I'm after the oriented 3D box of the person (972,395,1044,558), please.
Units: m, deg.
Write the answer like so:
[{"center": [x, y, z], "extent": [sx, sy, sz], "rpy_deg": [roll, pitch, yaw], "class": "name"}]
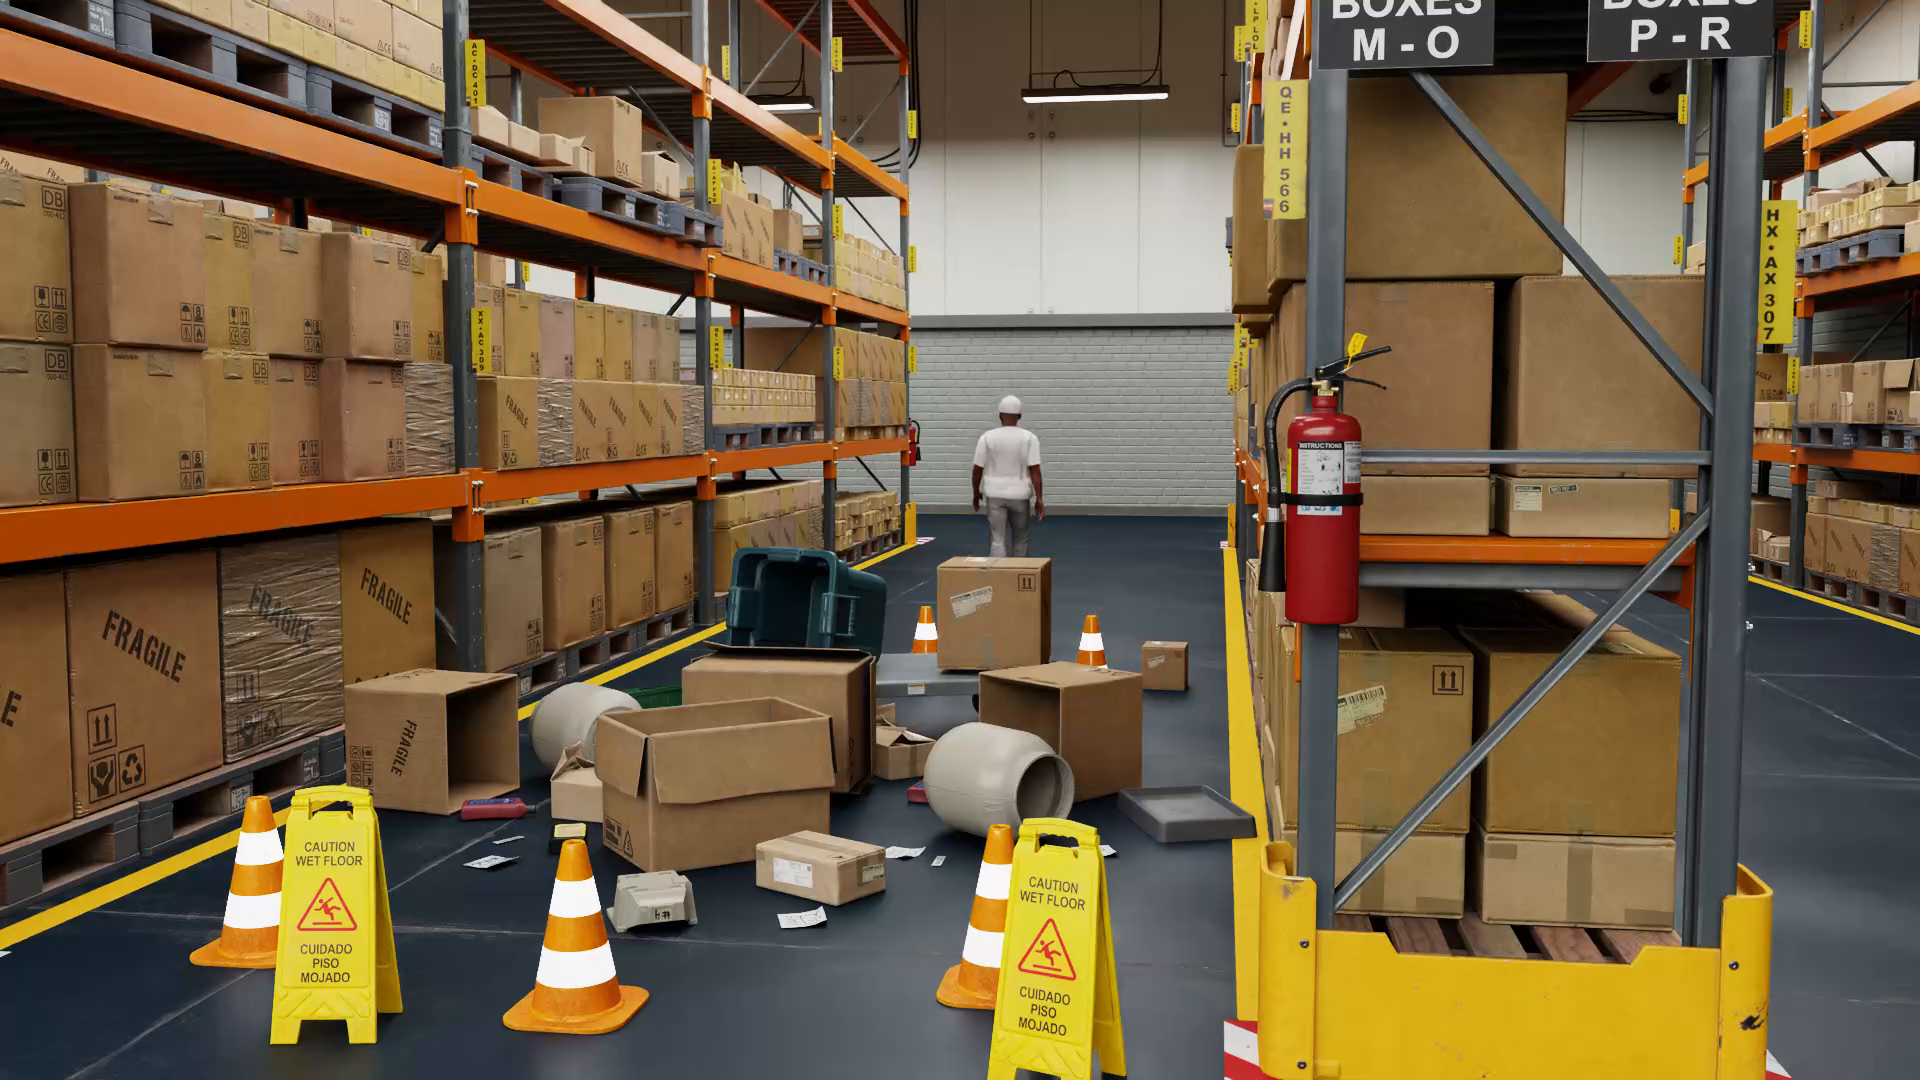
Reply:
[{"center": [0.408, -0.385, 14.309], "extent": [0.612, 1.710, 0.989], "rpy_deg": [0, 4, 0], "class": "person"}]
